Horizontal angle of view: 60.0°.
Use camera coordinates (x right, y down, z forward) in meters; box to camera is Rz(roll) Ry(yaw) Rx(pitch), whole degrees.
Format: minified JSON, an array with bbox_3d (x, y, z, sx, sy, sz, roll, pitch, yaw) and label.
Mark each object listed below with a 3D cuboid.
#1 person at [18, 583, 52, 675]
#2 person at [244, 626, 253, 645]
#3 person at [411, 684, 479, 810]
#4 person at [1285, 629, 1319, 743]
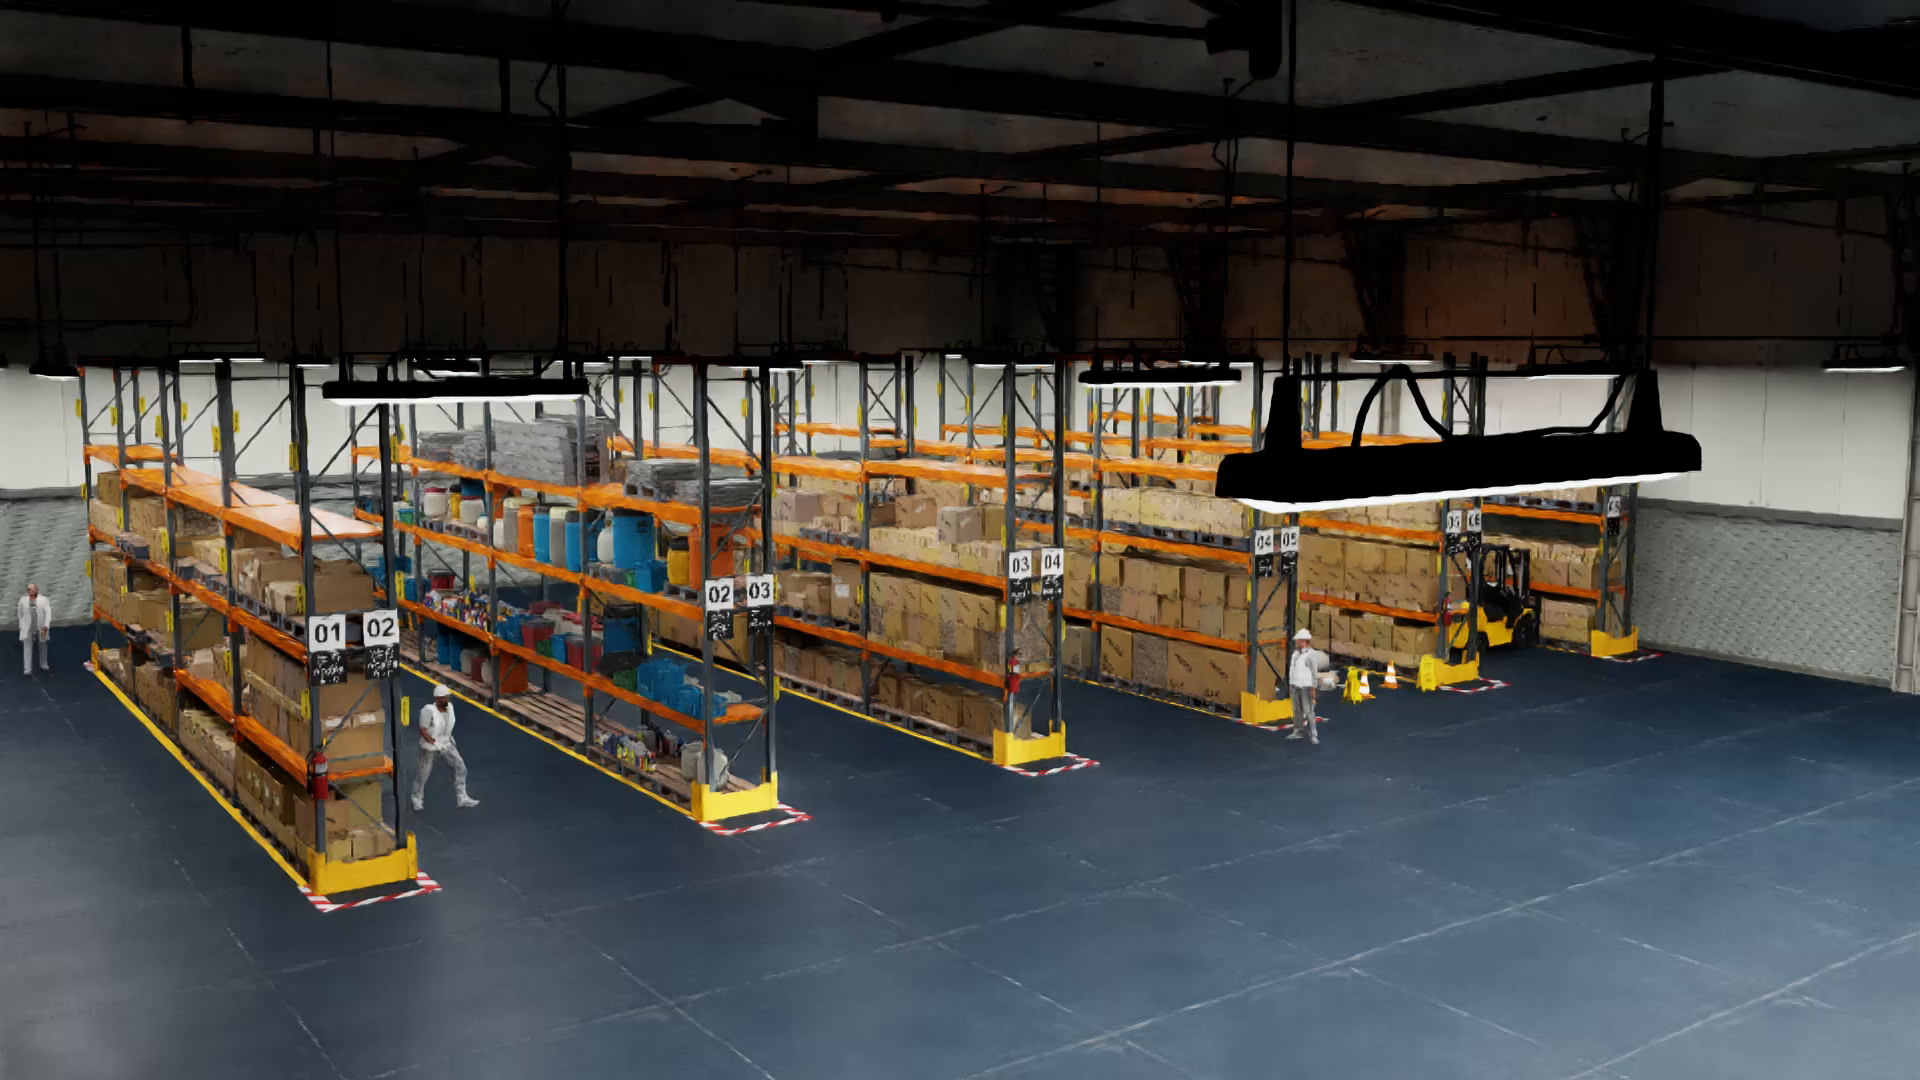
[{"bbox_3d":[-17.469,1.658,31.423,0.573,1.716,1.102,-3,8,-26],"label":"person"},{"bbox_3d":[-14.131,1.515,33.116,0.446,1.591,1.110,-5,9,-37],"label":"person"},{"bbox_3d":[-7.001,2.769,22.327,0.792,1.719,0.698,5,8,35],"label":"person"},{"bbox_3d":[5.402,2.281,26.099,0.387,1.771,0.633,-4,8,-28],"label":"person"}]
